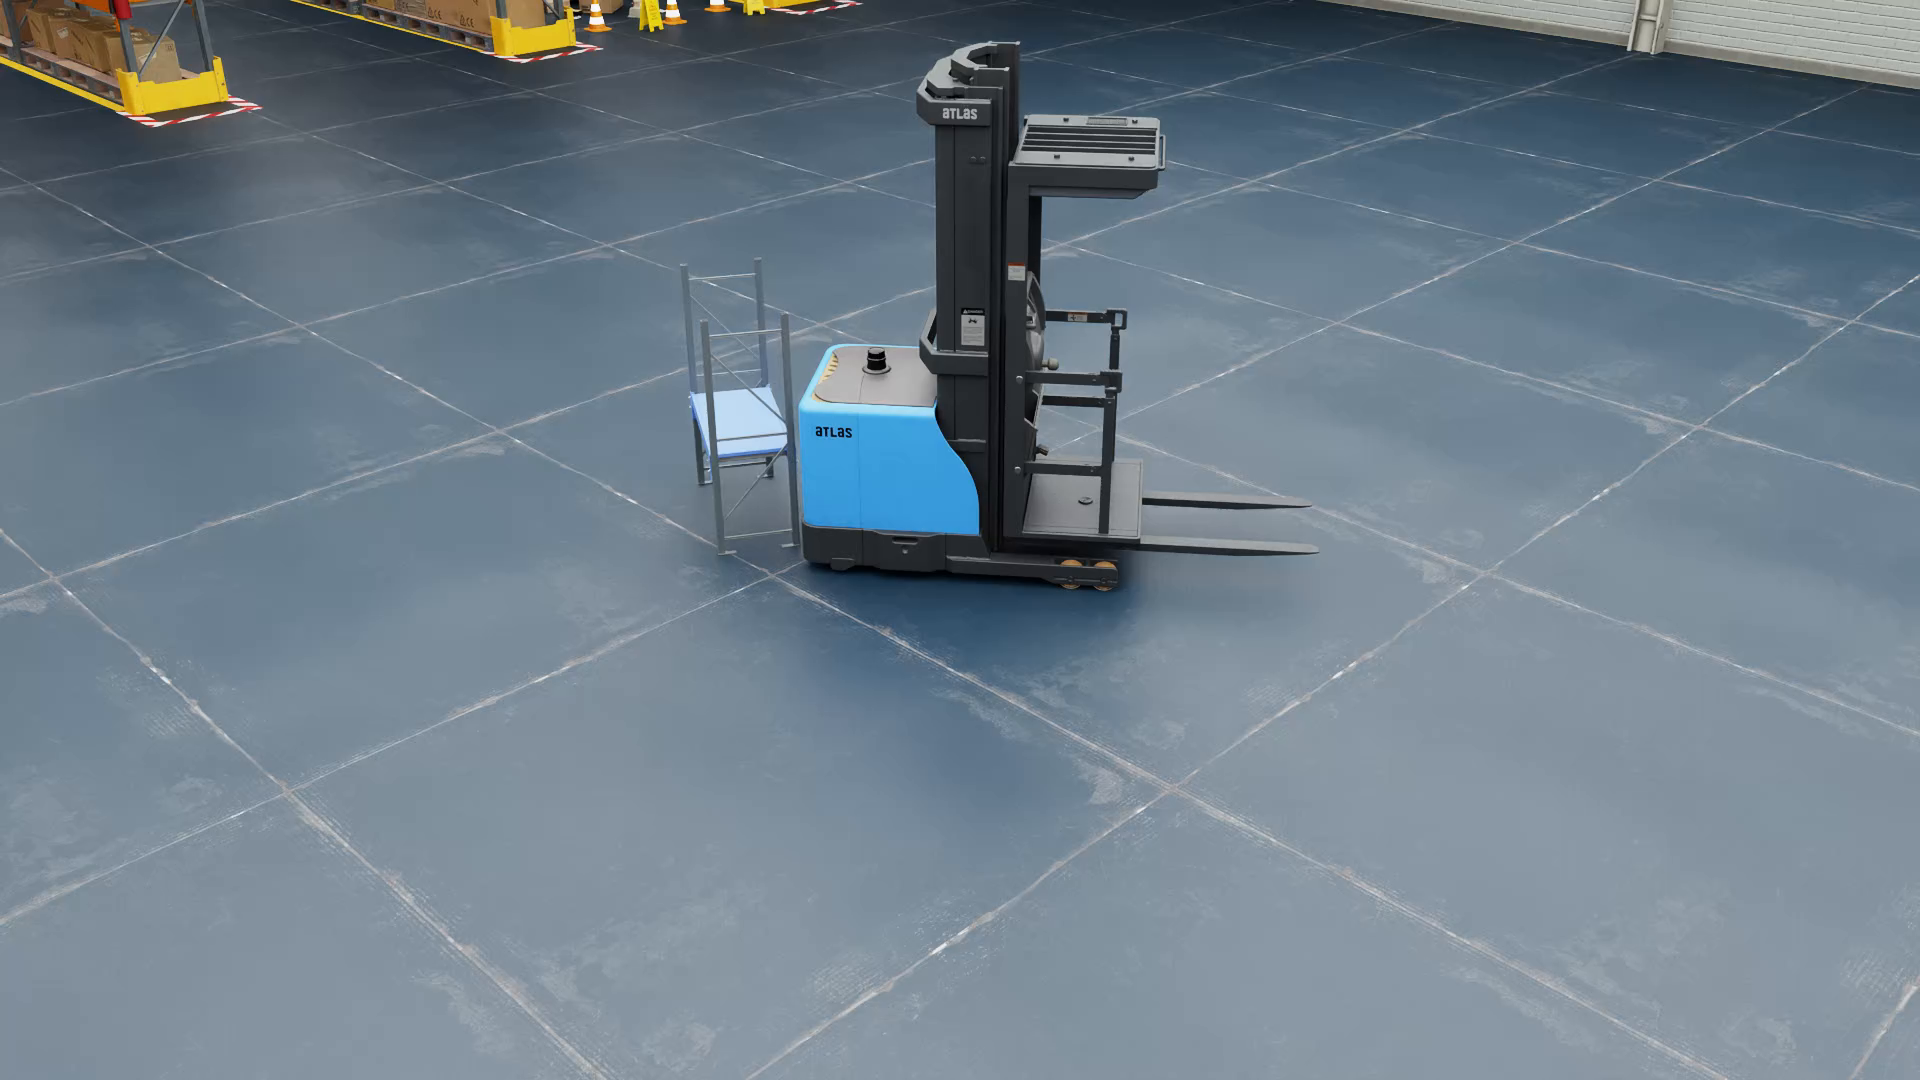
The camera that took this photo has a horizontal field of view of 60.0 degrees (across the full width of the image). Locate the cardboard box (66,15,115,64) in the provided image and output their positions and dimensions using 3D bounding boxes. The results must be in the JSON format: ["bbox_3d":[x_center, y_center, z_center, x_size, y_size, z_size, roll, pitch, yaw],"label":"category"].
[{"bbox_3d":[-11.212,-6.507,21.637,0.500,0.500,0.500,21,34,34],"label":"cardboard box"}]

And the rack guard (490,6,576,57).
[{"bbox_3d":[-5.962,-7.126,23.265,0.348,0.500,1.175,25,36,38],"label":"rack guard"}]

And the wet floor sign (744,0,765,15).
[{"bbox_3d":[-3.195,-8.457,25.640,0.267,0.644,0.232,-13,30,-22],"label":"wet floor sign"}]

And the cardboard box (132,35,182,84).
[{"bbox_3d":[-9.962,-5.916,20.513,0.500,0.500,0.500,-18,33,-30],"label":"cardboard box"}]

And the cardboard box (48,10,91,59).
[{"bbox_3d":[-11.710,-6.684,21.973,0.500,0.500,0.500,-13,31,-24],"label":"cardboard box"}]

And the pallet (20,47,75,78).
[{"bbox_3d":[-11.877,-6.491,22.367,1.213,0.211,1.003,25,36,38],"label":"pallet"}]

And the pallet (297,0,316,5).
[{"bbox_3d":[-10.309,-8.936,27.018,1.213,0.211,1.003,25,36,38],"label":"pallet"}]

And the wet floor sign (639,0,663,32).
[{"bbox_3d":[-4.570,-7.846,24.478,0.232,0.644,0.267,18,33,30],"label":"wet floor sign"}]

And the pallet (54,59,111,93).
[{"bbox_3d":[-11.003,-6.093,21.610,1.213,0.211,1.003,25,36,38],"label":"pallet"}]

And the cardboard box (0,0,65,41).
[{"bbox_3d":[-12.804,-7.228,22.987,0.500,0.500,0.700,21,34,35],"label":"cardboard box"}]

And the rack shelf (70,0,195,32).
[{"bbox_3d":[-10.955,-6.961,21.039,4.000,0.370,1.077,25,36,38],"label":"rack shelf"}]

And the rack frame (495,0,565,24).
[{"bbox_3d":[-5.979,-8.240,22.698,0.127,3.000,1.000,25,36,38],"label":"rack frame"}]

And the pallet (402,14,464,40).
[{"bbox_3d":[-7.470,-7.639,24.551,1.213,0.211,1.003,25,36,38],"label":"pallet"}]

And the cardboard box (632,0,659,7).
[{"bbox_3d":[-4.931,-8.411,26.087,0.380,0.149,0.250,-7,29,-14],"label":"cardboard box"}]

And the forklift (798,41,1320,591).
[{"bbox_3d":[0.618,-1.264,9.505,3.031,2.935,1.130,3,28,6],"label":"forklift"}]

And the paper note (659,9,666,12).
[{"bbox_3d":[-4.650,-8.250,25.906,0.142,0.019,0.148,12,30,22],"label":"paper note"}]

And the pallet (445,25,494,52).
[{"bbox_3d":[-6.604,-7.241,23.794,1.213,0.211,1.003,25,36,38],"label":"pallet"}]

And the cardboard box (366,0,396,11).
[{"bbox_3d":[-8.432,-8.562,25.143,0.875,0.875,0.875,-25,36,-38],"label":"cardboard box"}]

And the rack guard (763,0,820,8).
[{"bbox_3d":[-2.635,-8.834,26.514,0.348,0.500,1.175,25,36,38],"label":"rack guard"}]

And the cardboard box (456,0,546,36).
[{"bbox_3d":[-6.509,-7.685,23.474,0.875,0.875,0.875,25,37,39],"label":"cardboard box"}]

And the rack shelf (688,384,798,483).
[{"bbox_3d":[-1.353,-0.674,10.306,0.538,0.185,1.000,-7,29,-13],"label":"rack shelf"}]

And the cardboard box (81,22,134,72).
[{"bbox_3d":[-10.846,-6.310,21.262,0.500,0.500,0.500,-21,34,-35],"label":"cardboard box"}]

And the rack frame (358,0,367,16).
[{"bbox_3d":[-8.831,-9.545,25.180,0.127,3.000,1.000,25,36,38],"label":"rack frame"}]

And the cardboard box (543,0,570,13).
[{"bbox_3d":[-6.315,-8.386,25.912,0.396,0.266,0.258,-18,33,-31],"label":"cardboard box"}]

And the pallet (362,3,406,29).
[{"bbox_3d":[-8.344,-8.037,25.308,1.213,0.211,1.003,25,36,38],"label":"pallet"}]

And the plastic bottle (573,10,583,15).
[{"bbox_3d":[-5.982,-8.156,25.695,0.283,0.061,0.133,12,30,22],"label":"plastic bottle"}]

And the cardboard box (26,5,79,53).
[{"bbox_3d":[-12.124,-6.868,22.323,0.500,0.500,0.500,23,36,37],"label":"cardboard box"}]

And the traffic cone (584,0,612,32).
[{"bbox_3d":[-5.362,-7.762,24.514,0.334,0.463,0.336,25,36,38],"label":"traffic cone"}]

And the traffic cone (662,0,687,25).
[{"bbox_3d":[-4.328,-8.026,25.017,0.334,0.463,0.336,25,36,38],"label":"traffic cone"}]

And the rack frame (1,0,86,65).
[{"bbox_3d":[-12.381,-7.932,22.113,0.127,3.000,1.000,25,36,38],"label":"rack frame"}]

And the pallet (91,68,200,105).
[{"bbox_3d":[-10.137,-5.695,20.853,1.213,0.211,1.003,25,36,38],"label":"pallet"}]

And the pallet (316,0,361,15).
[{"bbox_3d":[-9.434,-8.538,26.261,1.213,0.211,1.003,25,36,38],"label":"pallet"}]

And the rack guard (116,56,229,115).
[{"bbox_3d":[-9.583,-5.546,20.259,0.348,0.500,1.175,25,36,38],"label":"rack guard"}]

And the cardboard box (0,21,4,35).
[{"bbox_3d":[-13.131,-7.390,23.294,0.500,0.500,0.700,24,36,38],"label":"cardboard box"}]

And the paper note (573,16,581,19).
[{"bbox_3d":[-5.877,-7.987,25.408,0.144,0.017,0.142,-13,30,-22],"label":"paper note"}]

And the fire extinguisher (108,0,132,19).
[{"bbox_3d":[-9.770,-6.403,19.287,0.183,0.674,0.296,25,36,38],"label":"fire extinguisher"}]

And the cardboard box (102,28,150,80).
[{"bbox_3d":[-10.412,-6.100,20.862,0.500,0.500,0.500,-15,31,-27],"label":"cardboard box"}]

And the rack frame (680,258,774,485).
[{"bbox_3d":[-1.482,-1.062,10.658,0.500,1.500,0.032,-7,29,-13],"label":"rack frame"}]

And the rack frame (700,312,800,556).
[{"bbox_3d":[-1.224,-0.604,9.787,0.500,1.500,0.032,-7,29,-13],"label":"rack frame"}]

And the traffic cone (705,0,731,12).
[{"bbox_3d":[-3.792,-8.505,25.928,0.334,0.463,0.336,25,36,38],"label":"traffic cone"}]

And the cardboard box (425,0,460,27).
[{"bbox_3d":[-7.138,-7.971,24.019,0.875,0.875,0.875,24,36,38],"label":"cardboard box"}]

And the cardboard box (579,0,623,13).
[{"bbox_3d":[-5.608,-8.544,25.958,0.637,0.503,0.797,2,28,4],"label":"cardboard box"}]

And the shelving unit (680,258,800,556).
[{"bbox_3d":[-1.353,-0.833,10.223,0.538,1.500,1.048,-7,29,-13],"label":"shelving unit"}]

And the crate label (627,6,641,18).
[{"bbox_3d":[-4.932,-8.118,25.541,0.298,0.136,0.250,7,29,13],"label":"crate label"}]

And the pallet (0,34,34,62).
[{"bbox_3d":[-12.937,-6.952,23.244,1.213,0.211,1.003,25,36,38],"label":"pallet"}]

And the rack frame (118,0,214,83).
[{"bbox_3d":[-9.529,-6.627,19.630,0.127,3.000,1.000,25,36,38],"label":"rack frame"}]

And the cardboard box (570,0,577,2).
[{"bbox_3d":[-6.281,-8.906,26.502,0.503,0.637,0.797,25,36,38],"label":"cardboard box"}]

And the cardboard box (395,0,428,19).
[{"bbox_3d":[-7.787,-8.270,24.586,0.875,0.875,0.875,25,37,39],"label":"cardboard box"}]

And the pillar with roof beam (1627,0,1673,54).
[{"bbox_3d":[6.571,-9.402,18.461,0.400,9.000,9.100,25,36,38],"label":"pillar with roof beam"}]
